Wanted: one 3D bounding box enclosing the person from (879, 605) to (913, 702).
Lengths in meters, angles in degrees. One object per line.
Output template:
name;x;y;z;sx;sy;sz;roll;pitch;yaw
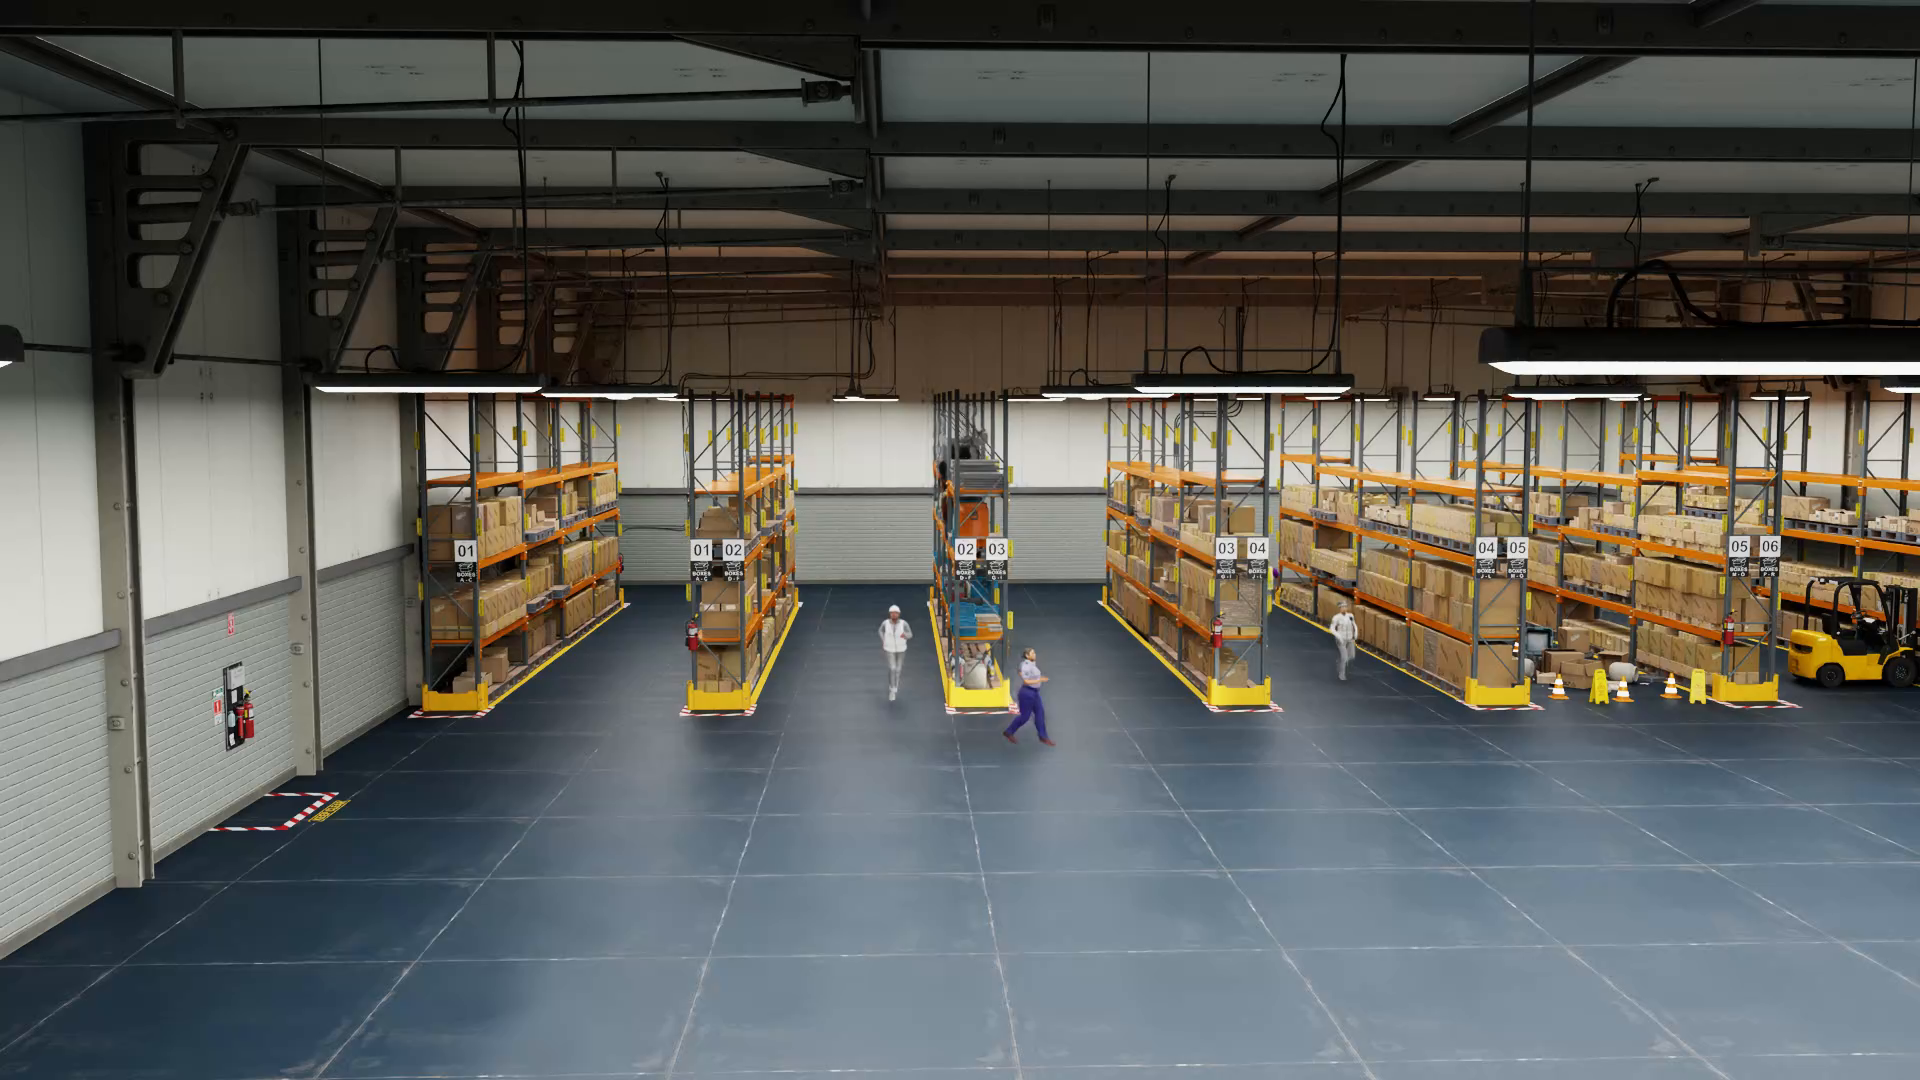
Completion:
person;-1.241;2.176;32.283;0.628;1.843;0.781;-1;5;-9

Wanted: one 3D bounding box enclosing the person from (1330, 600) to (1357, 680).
person;8.012;2.079;34.638;0.623;1.664;0.497;-1;5;-11

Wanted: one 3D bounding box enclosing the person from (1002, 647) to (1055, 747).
person;1.149;2.619;27.780;0.874;1.672;0.598;1;5;17

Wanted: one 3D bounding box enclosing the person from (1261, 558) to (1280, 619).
person;8.049;1.301;43.726;0.736;1.722;0.605;0;5;2
